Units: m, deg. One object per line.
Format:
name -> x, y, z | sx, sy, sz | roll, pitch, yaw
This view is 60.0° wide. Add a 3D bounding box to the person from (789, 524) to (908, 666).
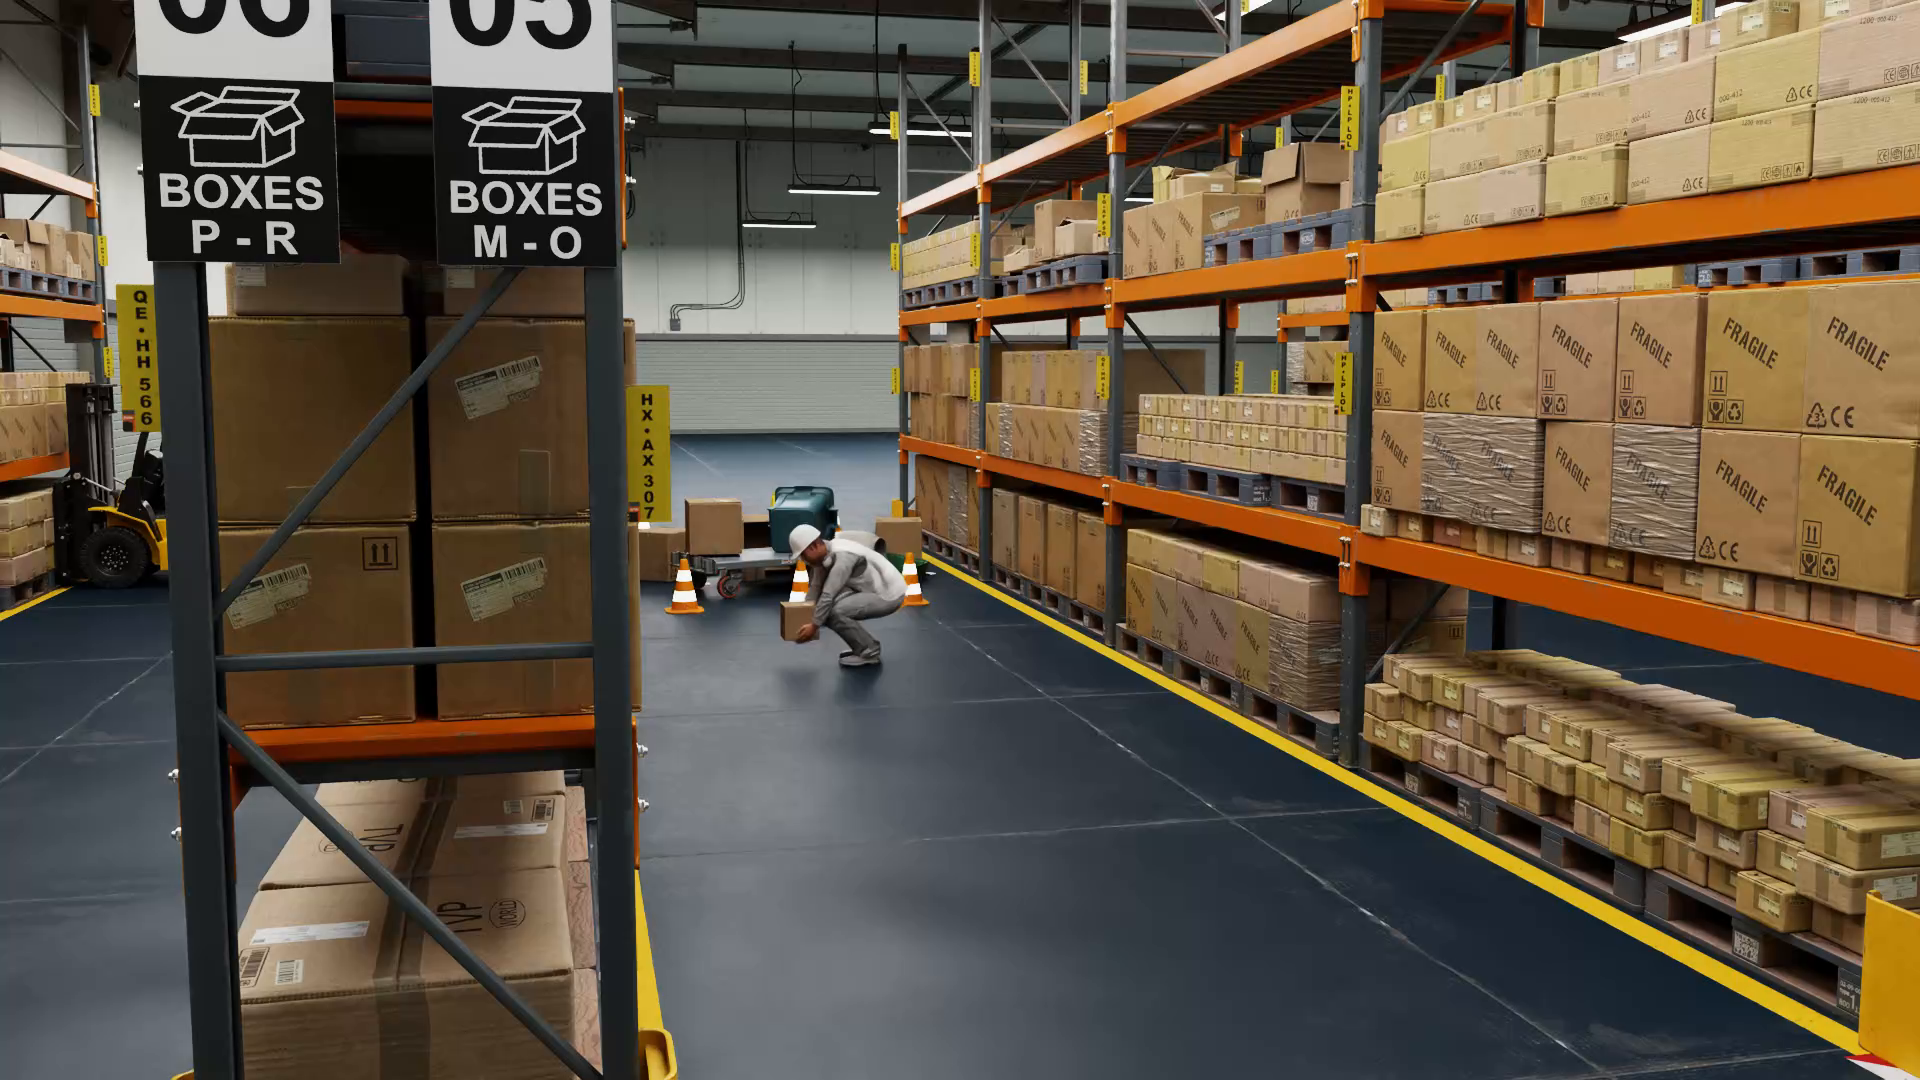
person -> -0.818, 0.391, 12.136 | 0.870, 1.039, 0.546 | -2, 6, -14
